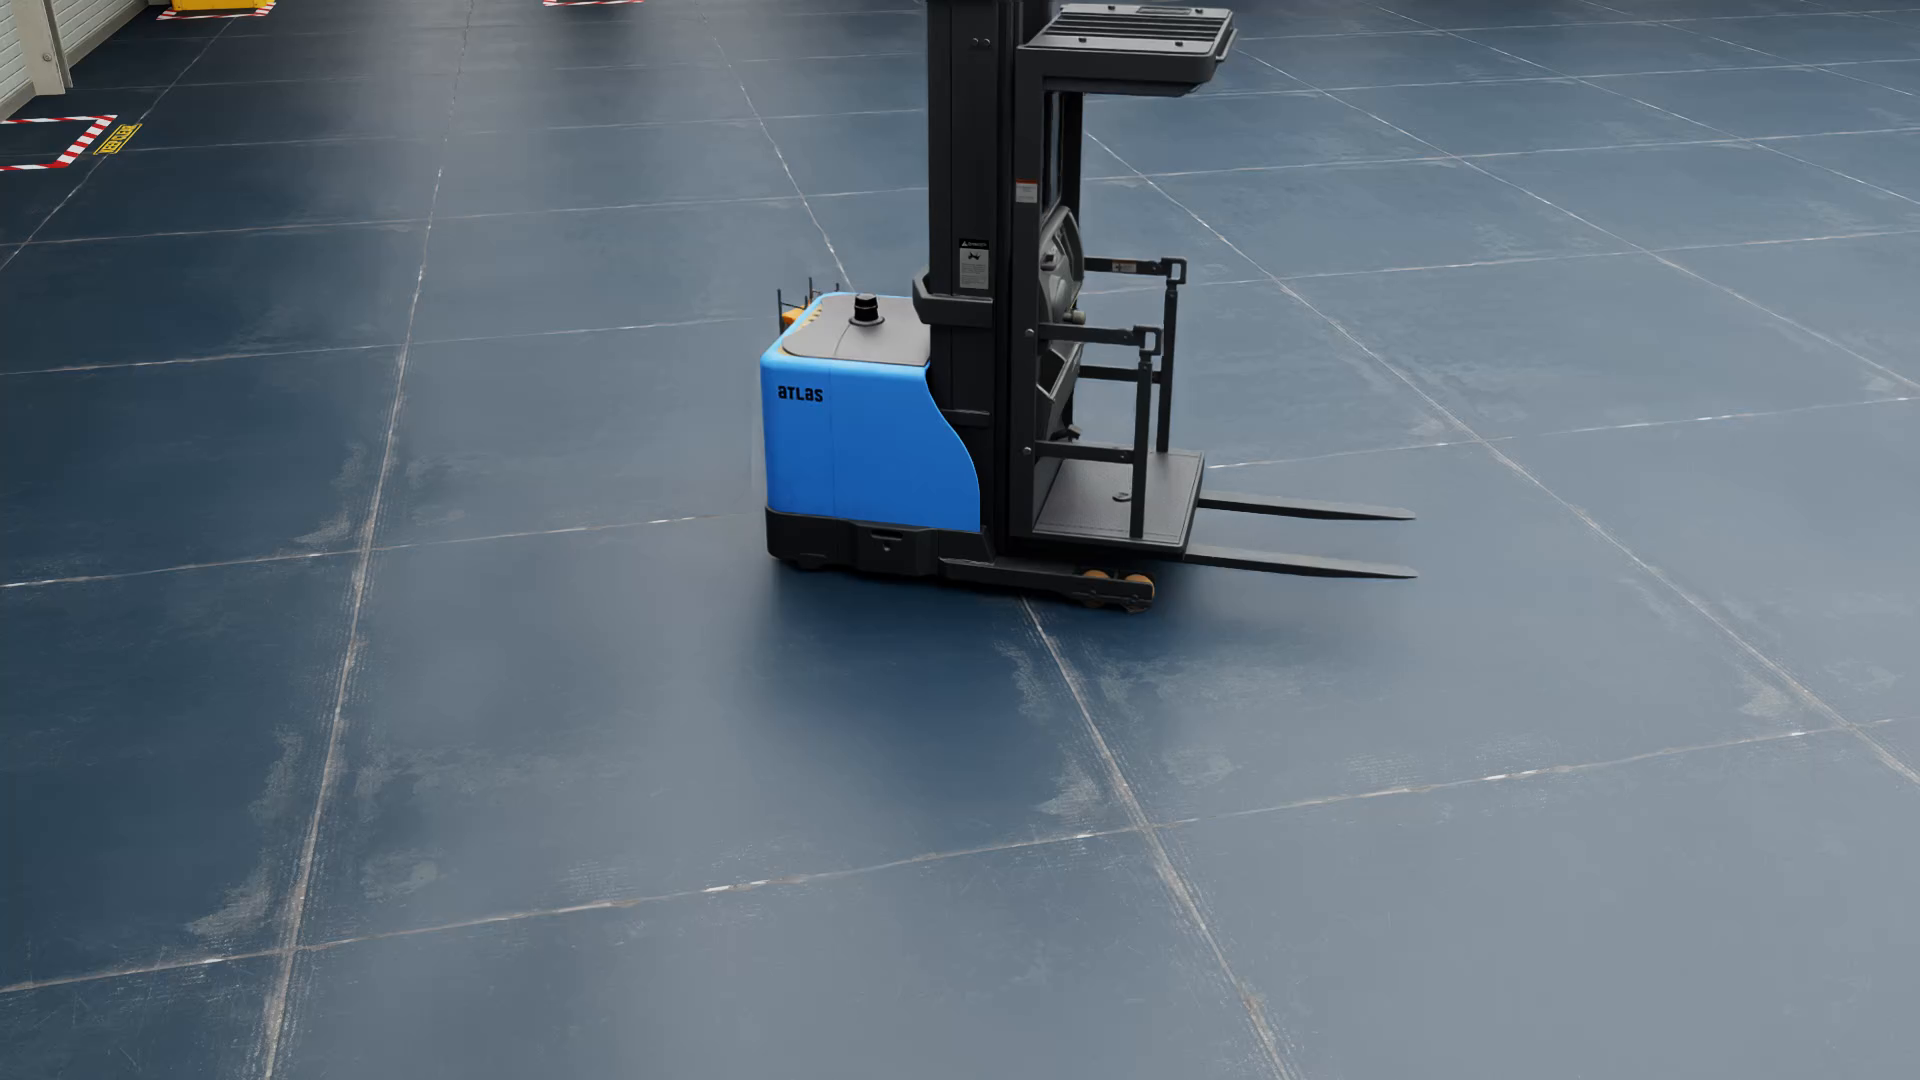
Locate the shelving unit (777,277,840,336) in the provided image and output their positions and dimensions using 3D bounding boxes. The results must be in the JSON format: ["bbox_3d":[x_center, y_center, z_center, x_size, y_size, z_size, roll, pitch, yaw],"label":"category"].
[{"bbox_3d":[-0.769,-0.824,8.715,0.215,1.050,0.252,18,32,32],"label":"shelving unit"}]

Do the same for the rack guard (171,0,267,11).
[{"bbox_3d":[-10.052,-7.466,22.488,1.175,0.500,0.348,-6,27,-12],"label":"rack guard"}]

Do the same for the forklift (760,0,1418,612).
[{"bbox_3d":[0.645,-1.244,7.462,3.031,2.935,1.130,6,27,12],"label":"forklift"}]

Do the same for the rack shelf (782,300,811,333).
[{"bbox_3d":[-0.771,-1.069,8.594,0.215,0.259,0.240,18,32,32],"label":"rack shelf"}]

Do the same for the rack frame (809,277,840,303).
[{"bbox_3d":[-0.697,-0.869,8.804,0.200,1.050,0.008,18,32,32],"label":"rack frame"}]

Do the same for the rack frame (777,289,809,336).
[{"bbox_3d":[-0.841,-0.780,8.627,0.200,1.050,0.008,18,32,32],"label":"rack frame"}]

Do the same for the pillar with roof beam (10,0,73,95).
[{"bbox_3d":[-5.489,-9.250,16.589,9.100,9.000,0.400,-6,27,-12],"label":"pillar with roof beam"}]

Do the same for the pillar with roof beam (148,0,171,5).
[{"bbox_3d":[-6.841,-11.884,21.808,9.100,9.000,0.400,-6,27,-12],"label":"pillar with roof beam"}]
